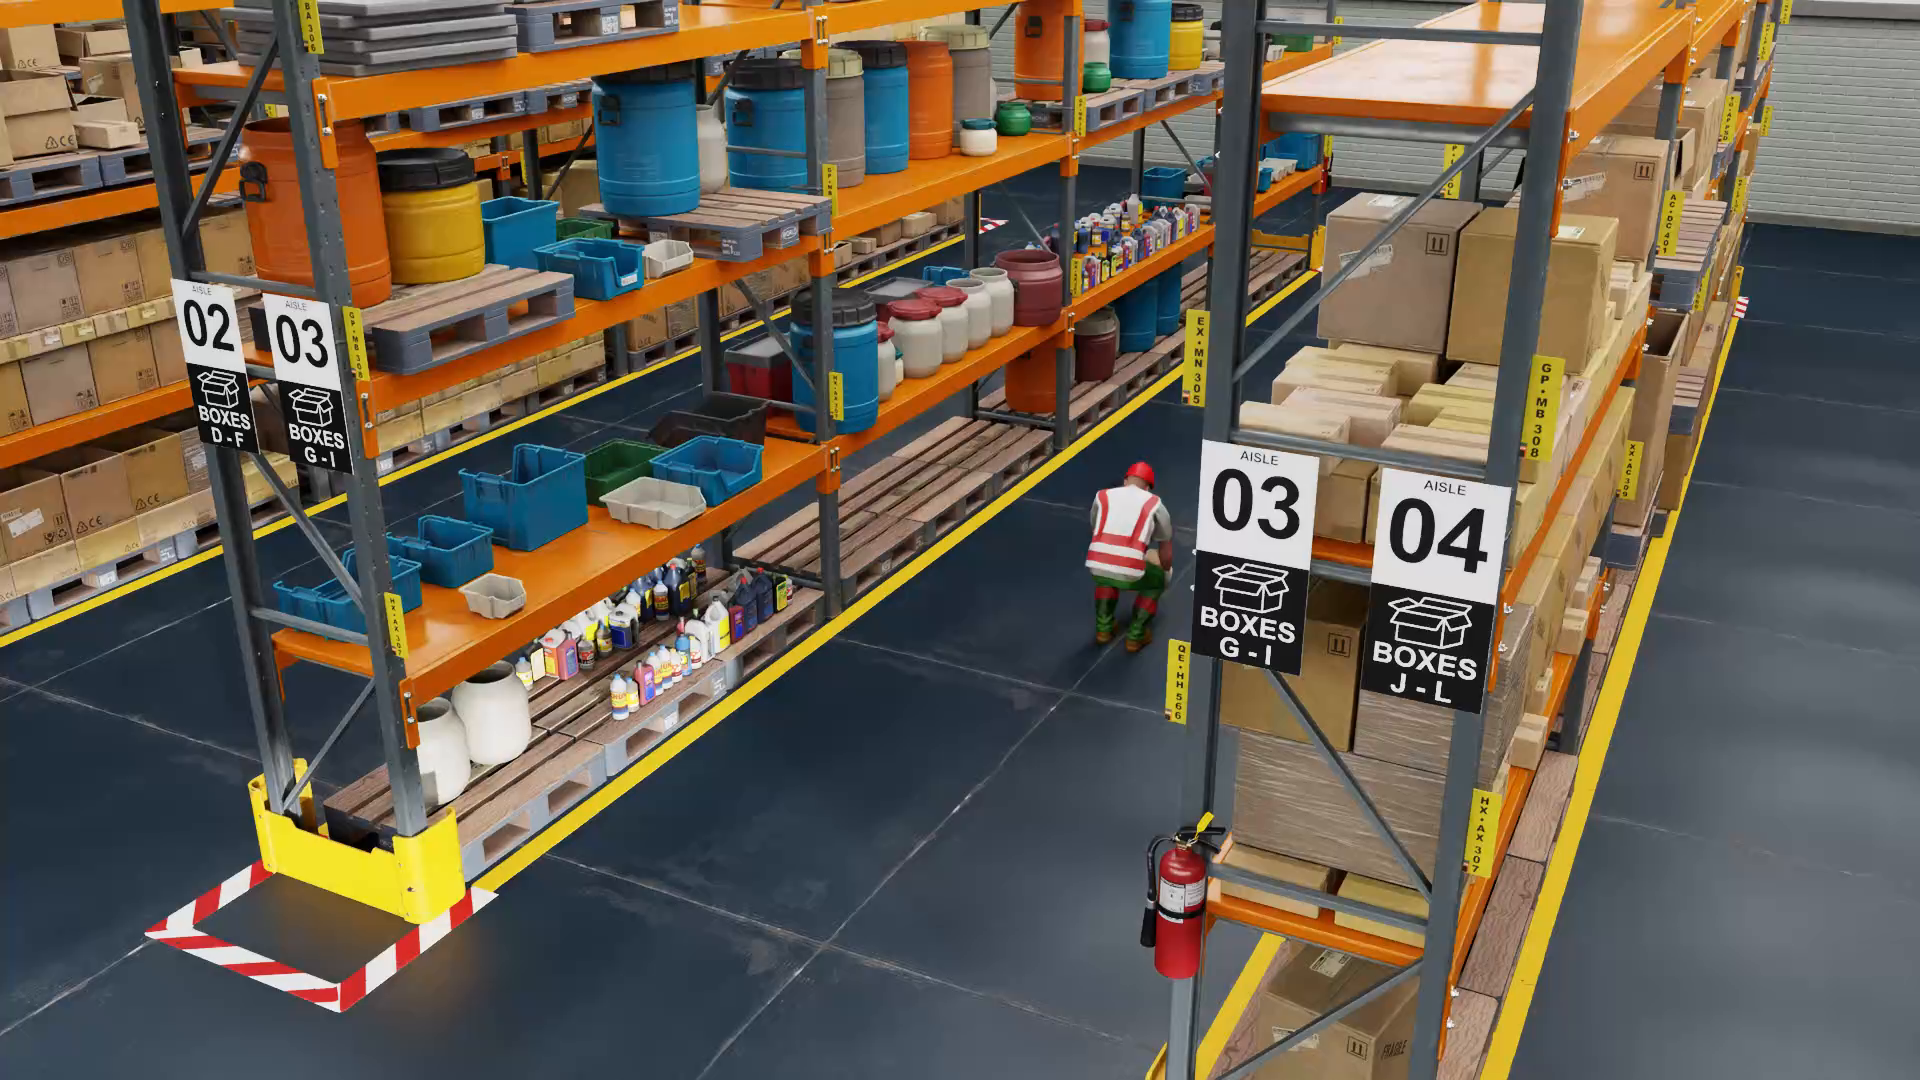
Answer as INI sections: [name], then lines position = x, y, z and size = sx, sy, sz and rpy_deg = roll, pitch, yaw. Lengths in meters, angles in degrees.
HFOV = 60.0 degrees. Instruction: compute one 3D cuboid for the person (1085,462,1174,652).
[person]
position = 1.110, 0.114, 11.274
size = 0.583, 1.161, 0.850
rpy_deg = 11, 25, 25
